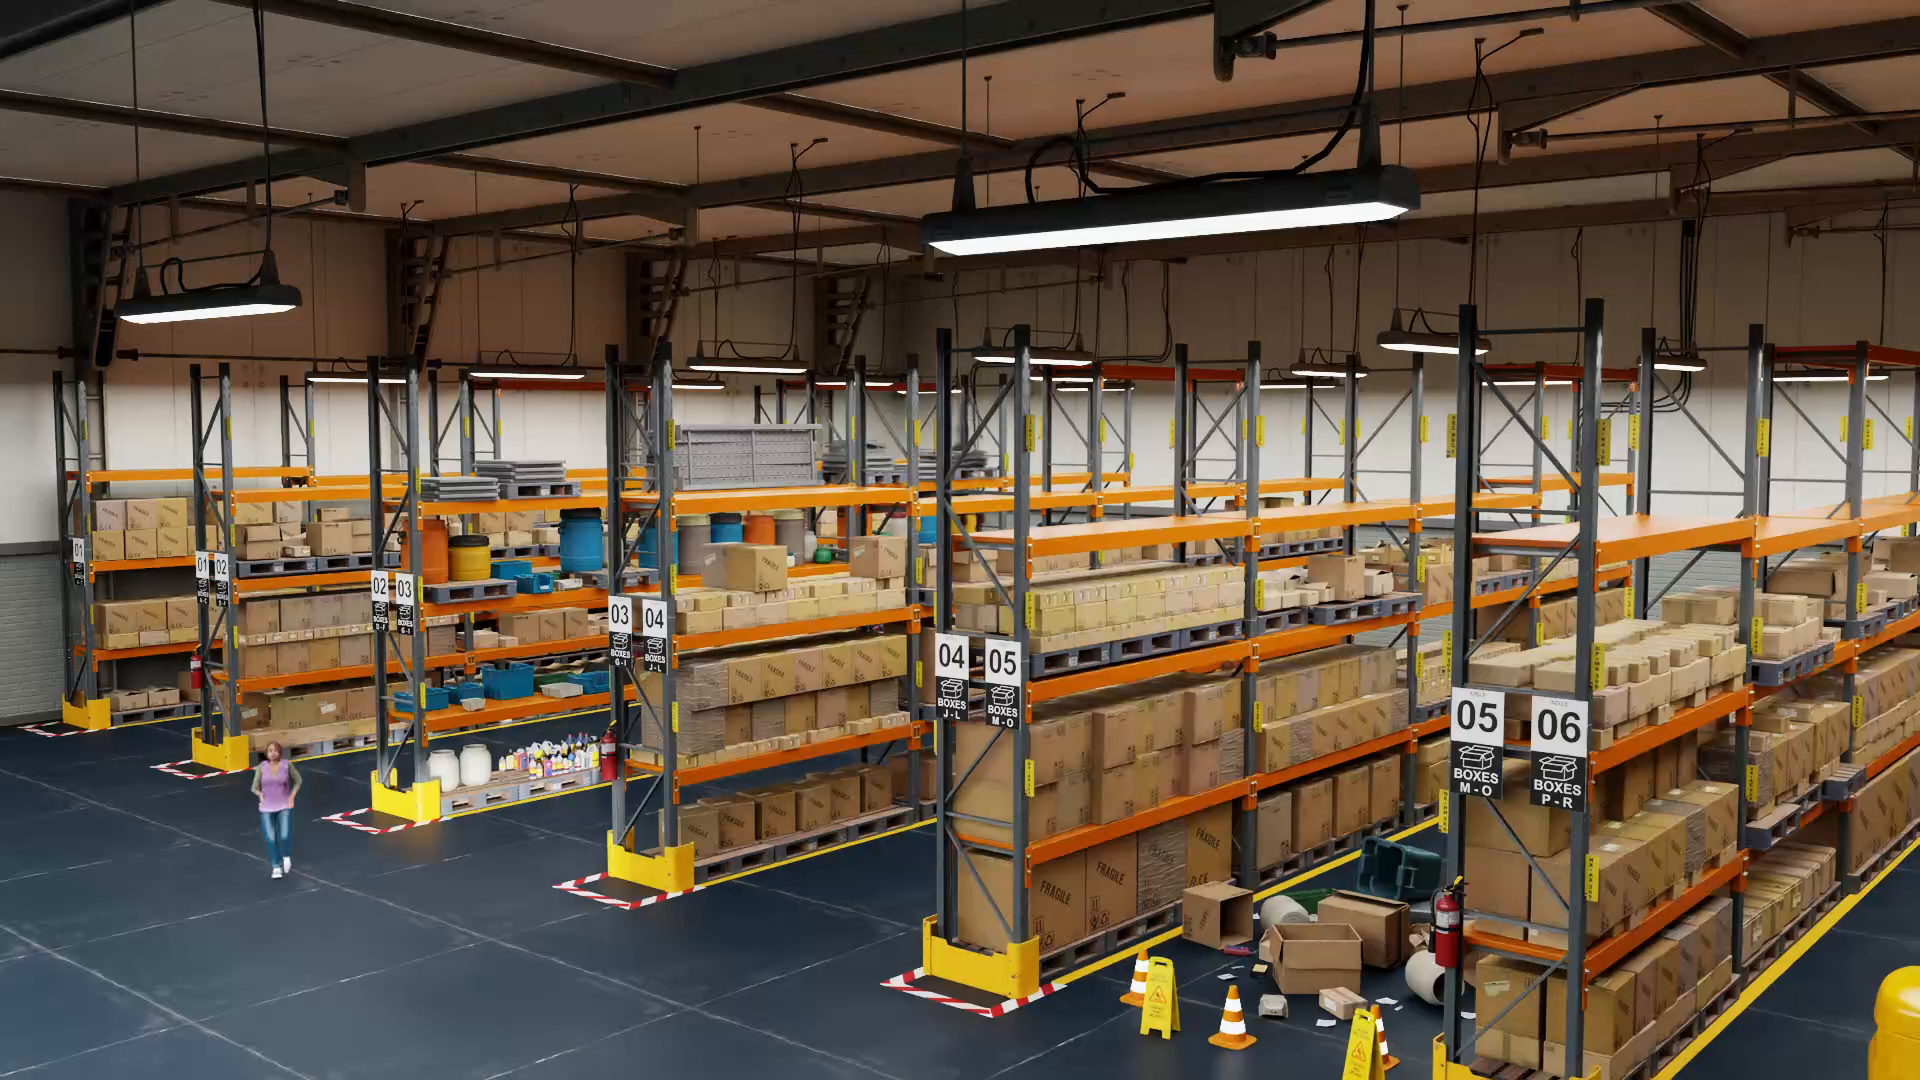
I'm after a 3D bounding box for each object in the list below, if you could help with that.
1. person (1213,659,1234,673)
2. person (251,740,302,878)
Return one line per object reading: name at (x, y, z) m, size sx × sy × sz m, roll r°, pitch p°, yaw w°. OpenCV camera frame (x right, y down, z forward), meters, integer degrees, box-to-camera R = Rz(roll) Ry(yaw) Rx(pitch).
person at (3.866, 2.529, 24.390) m, size 0.672 × 1.782 × 0.720 m, roll 3°, pitch 5°, yaw 32°
person at (-7.667, 3.033, 18.643) m, size 0.525 × 1.556 × 0.532 m, roll -1°, pitch 4°, yaw -18°
